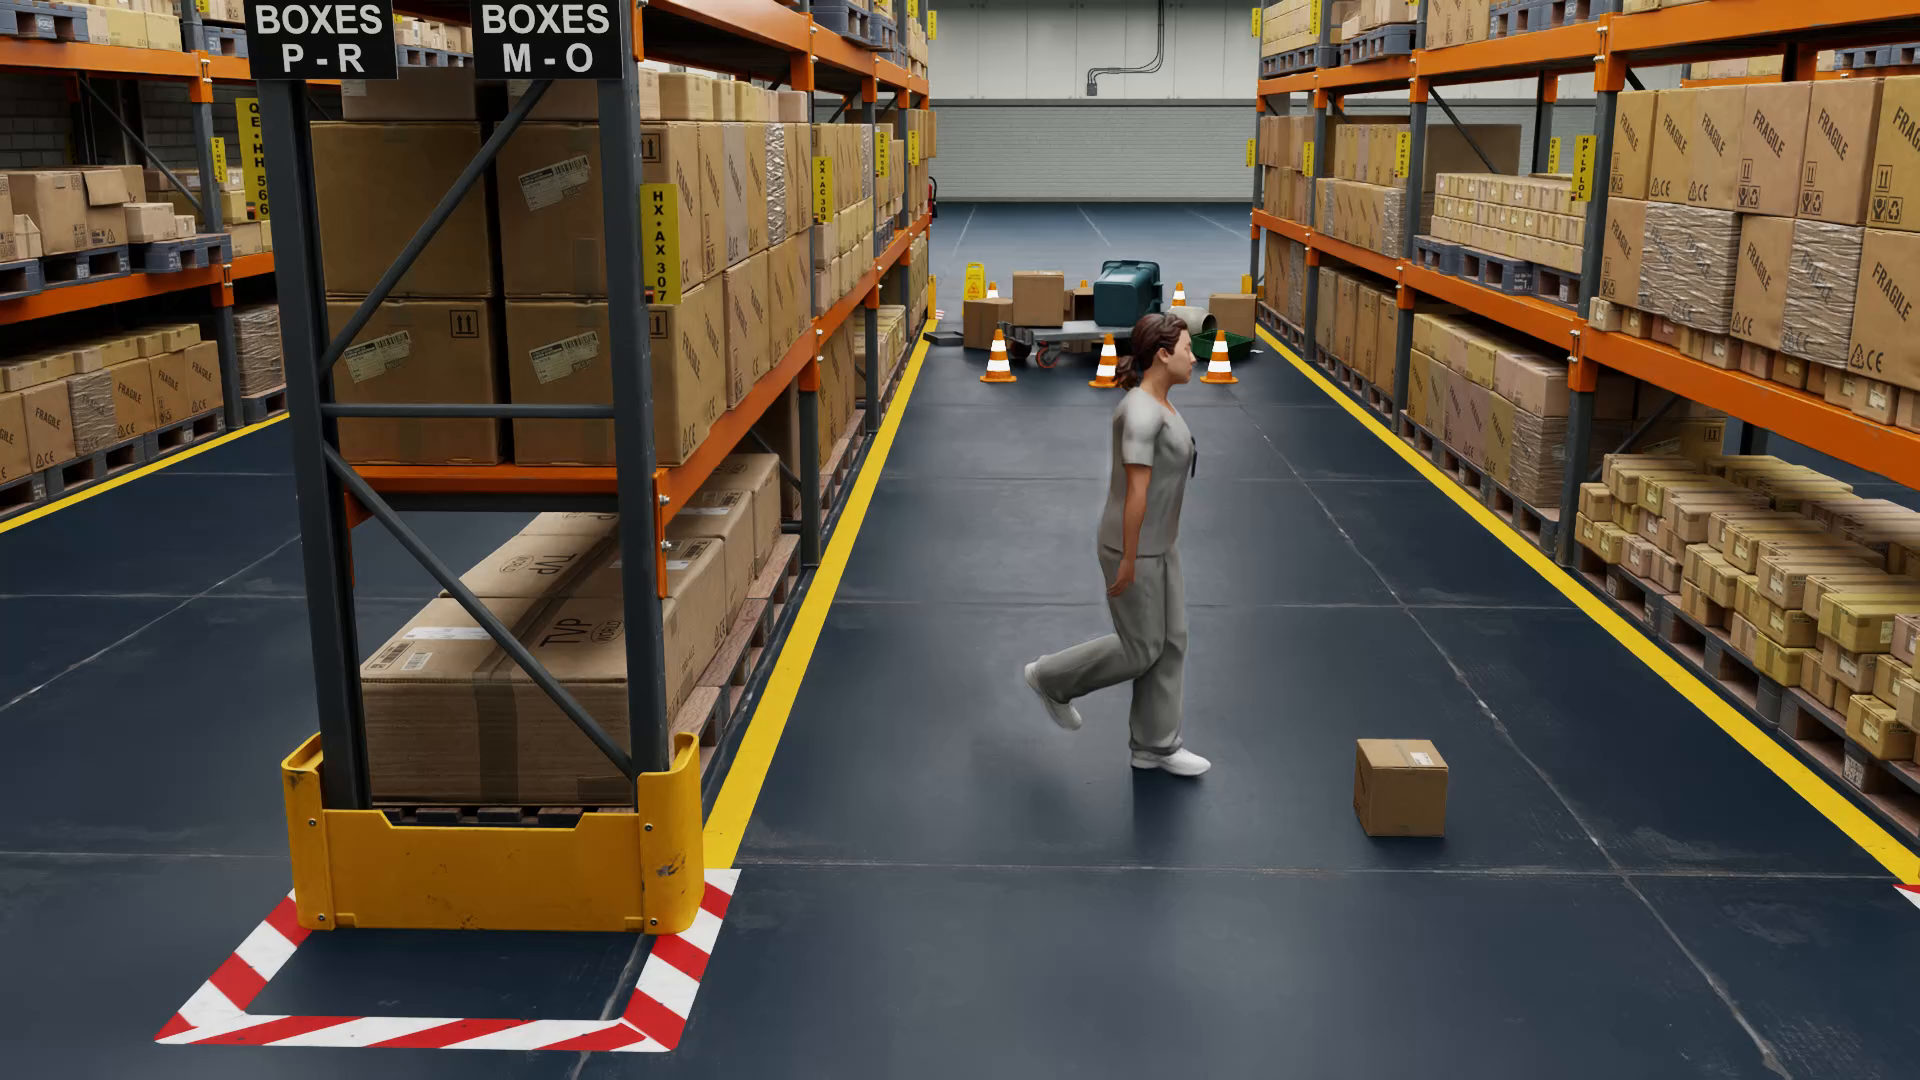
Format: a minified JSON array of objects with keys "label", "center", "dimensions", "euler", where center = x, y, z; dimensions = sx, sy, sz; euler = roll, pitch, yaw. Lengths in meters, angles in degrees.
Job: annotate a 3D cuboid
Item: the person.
[{"label":"person","center":[0.572,0.019,5.912],"dimensions":[0.715,1.652,0.527],"euler":[6,15,24]}]
